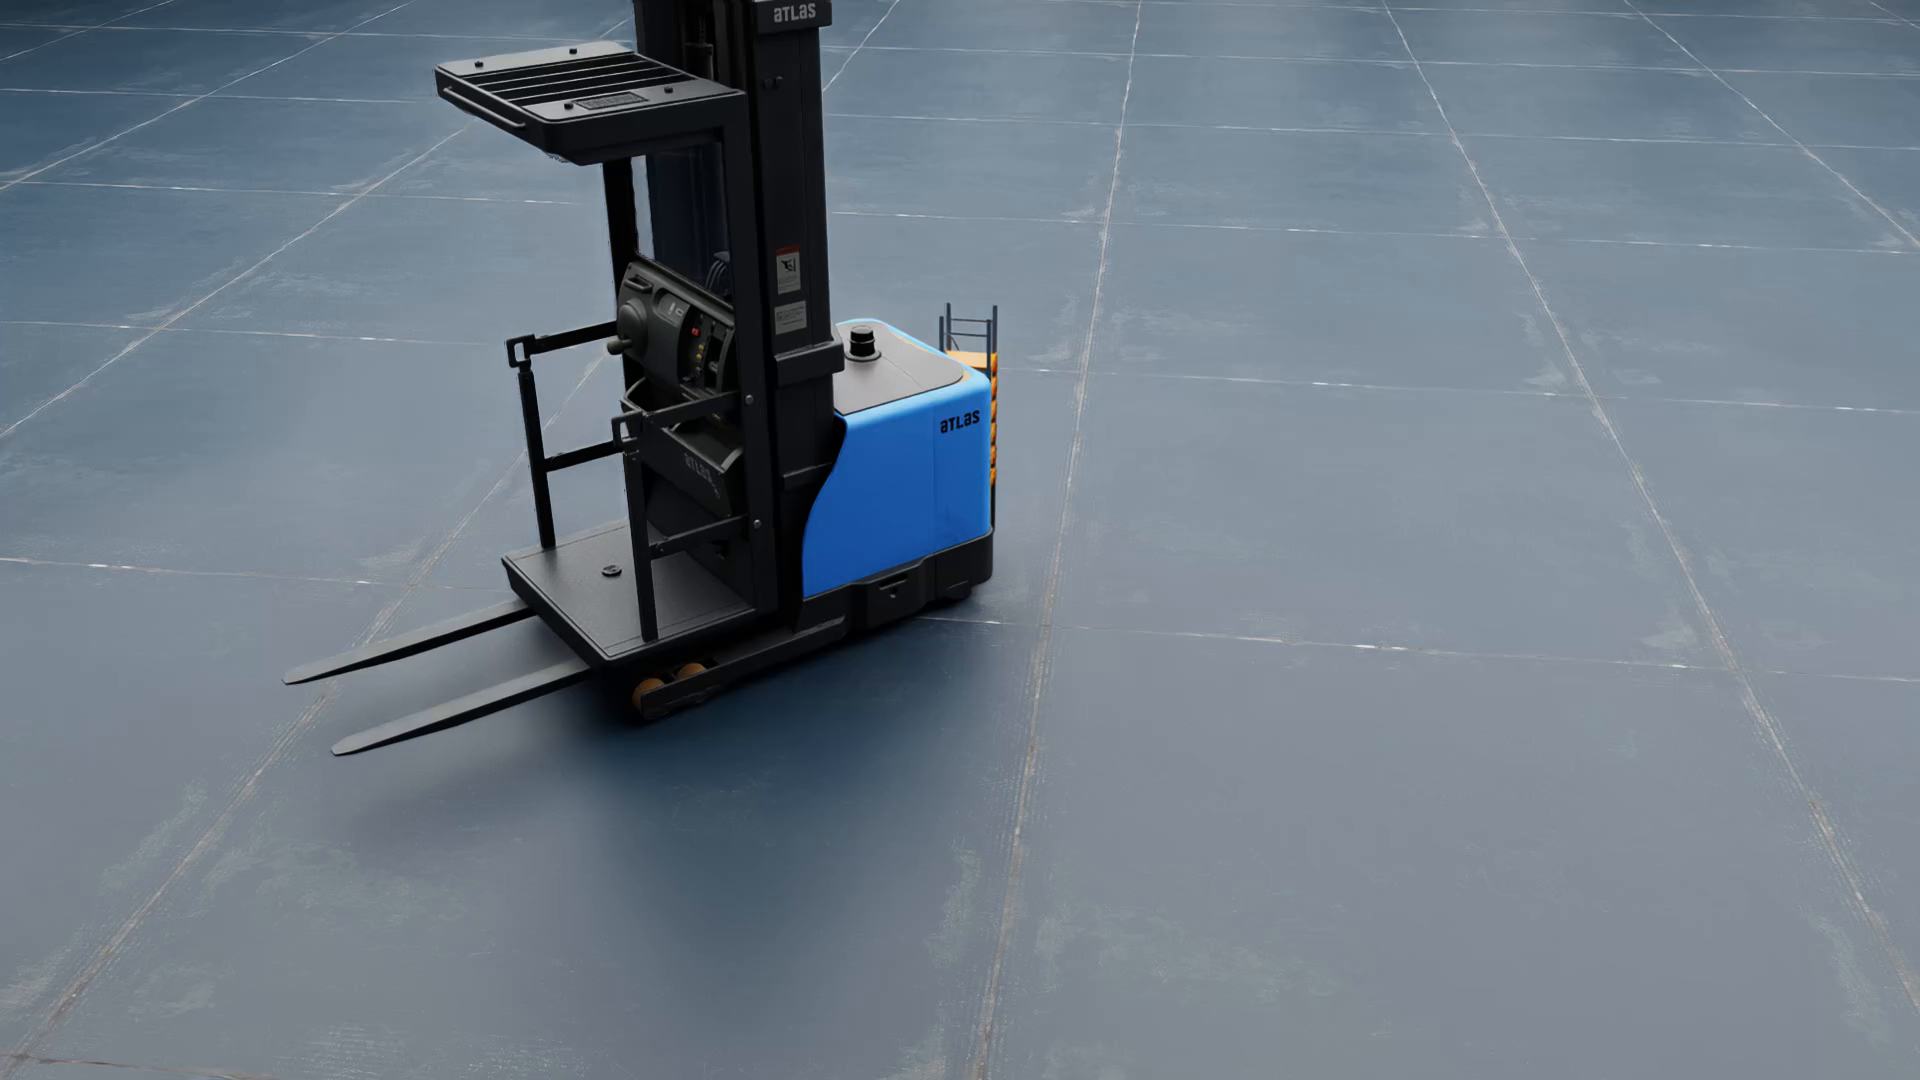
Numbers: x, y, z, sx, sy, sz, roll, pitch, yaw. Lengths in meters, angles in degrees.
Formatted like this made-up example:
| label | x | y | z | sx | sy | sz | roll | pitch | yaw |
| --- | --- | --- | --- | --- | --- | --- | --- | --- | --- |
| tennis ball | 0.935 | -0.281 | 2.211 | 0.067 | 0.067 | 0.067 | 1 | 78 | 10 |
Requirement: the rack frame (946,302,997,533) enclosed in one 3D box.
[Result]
| label | x | y | z | sx | sy | sz | roll | pitch | yaw |
| --- | --- | --- | --- | --- | --- | --- | --- | --- | --- |
| rack frame | 0.055 | -0.575 | 8.052 | 0.240 | 1.200 | 0.006 | 5 | 29 | 9 |

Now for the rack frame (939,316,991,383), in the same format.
| label | x | y | z | sx | sy | sz | roll | pitch | yaw |
| --- | --- | --- | --- | --- | --- | --- | --- | --- | --- |
| rack frame | 0.024 | -0.490 | 7.894 | 0.240 | 1.200 | 0.006 | 5 | 29 | 9 |

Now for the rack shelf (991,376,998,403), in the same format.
| label | x | y | z | sx | sy | sz | roll | pitch | yaw |
| --- | --- | --- | --- | --- | --- | --- | --- | --- | --- |
| rack shelf | 0.039 | -0.705 | 7.880 | 0.258 | 0.103 | 0.180 | 5 | 29 | 9 |

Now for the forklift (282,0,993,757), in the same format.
| label | x | y | z | sx | sy | sz | roll | pitch | yaw |
| --- | --- | --- | --- | --- | --- | --- | --- | --- | --- |
| forklift | -1.336 | -0.834 | 6.707 | 3.031 | 2.935 | 1.130 | -19 | 34 | -31 |

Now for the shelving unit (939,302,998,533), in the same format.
| label | x | y | z | sx | sy | sz | roll | pitch | yaw |
| --- | --- | --- | --- | --- | --- | --- | --- | --- | --- |
| shelving unit | 0.039 | -0.532 | 7.973 | 0.258 | 1.200 | 0.189 | 5 | 29 | 9 |

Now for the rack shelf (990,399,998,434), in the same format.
| label | x | y | z | sx | sy | sz | roll | pitch | yaw |
| --- | --- | --- | --- | --- | --- | --- | --- | --- | --- |
| rack shelf | 0.039 | -0.599 | 7.937 | 0.258 | 0.103 | 0.180 | 5 | 29 | 9 |

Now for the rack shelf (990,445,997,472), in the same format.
| label | x | y | z | sx | sy | sz | roll | pitch | yaw |
| --- | --- | --- | --- | --- | --- | --- | --- | --- | --- |
| rack shelf | 0.039 | -0.388 | 8.051 | 0.258 | 0.103 | 0.180 | 5 | 29 | 9 |

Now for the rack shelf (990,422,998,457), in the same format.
| label | x | y | z | sx | sy | sz | roll | pitch | yaw |
| --- | --- | --- | --- | --- | --- | --- | --- | --- | --- |
| rack shelf | 0.039 | -0.493 | 7.994 | 0.258 | 0.103 | 0.180 | 5 | 29 | 9 |

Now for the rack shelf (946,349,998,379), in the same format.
| label | x | y | z | sx | sy | sz | roll | pitch | yaw |
| --- | --- | --- | --- | --- | --- | --- | --- | --- | --- |
| rack shelf | 0.039 | -0.810 | 7.823 | 0.258 | 0.103 | 0.180 | 5 | 29 | 9 |

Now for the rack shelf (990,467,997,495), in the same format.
| label | x | y | z | sx | sy | sz | roll | pitch | yaw |
| --- | --- | --- | --- | --- | --- | --- | --- | --- | --- |
| rack shelf | 0.039 | -0.282 | 8.108 | 0.258 | 0.103 | 0.180 | 5 | 29 | 9 |
